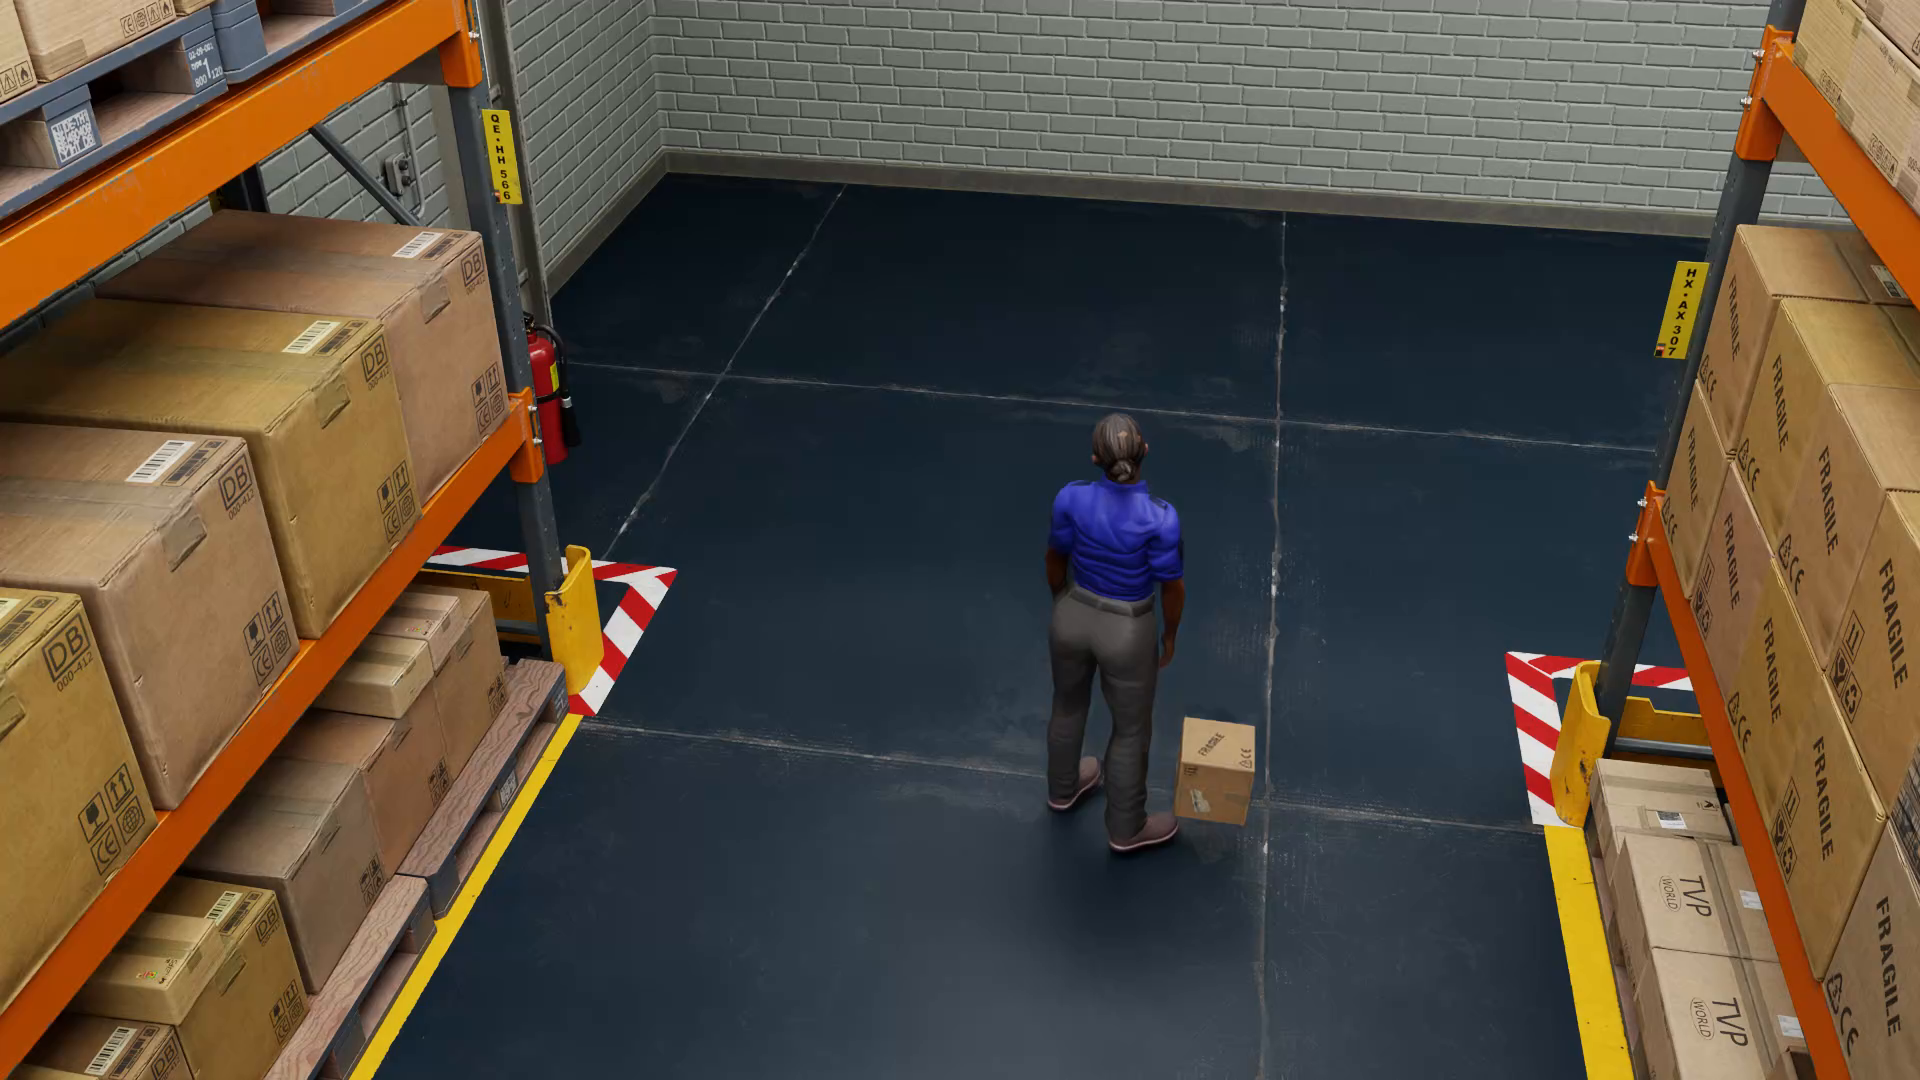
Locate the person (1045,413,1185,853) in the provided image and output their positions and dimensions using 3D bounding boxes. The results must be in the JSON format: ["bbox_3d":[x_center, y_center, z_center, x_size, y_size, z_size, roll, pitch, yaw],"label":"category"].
[{"bbox_3d":[0.538,0.300,5.628,0.531,1.667,0.402,14,35,21],"label":"person"}]
